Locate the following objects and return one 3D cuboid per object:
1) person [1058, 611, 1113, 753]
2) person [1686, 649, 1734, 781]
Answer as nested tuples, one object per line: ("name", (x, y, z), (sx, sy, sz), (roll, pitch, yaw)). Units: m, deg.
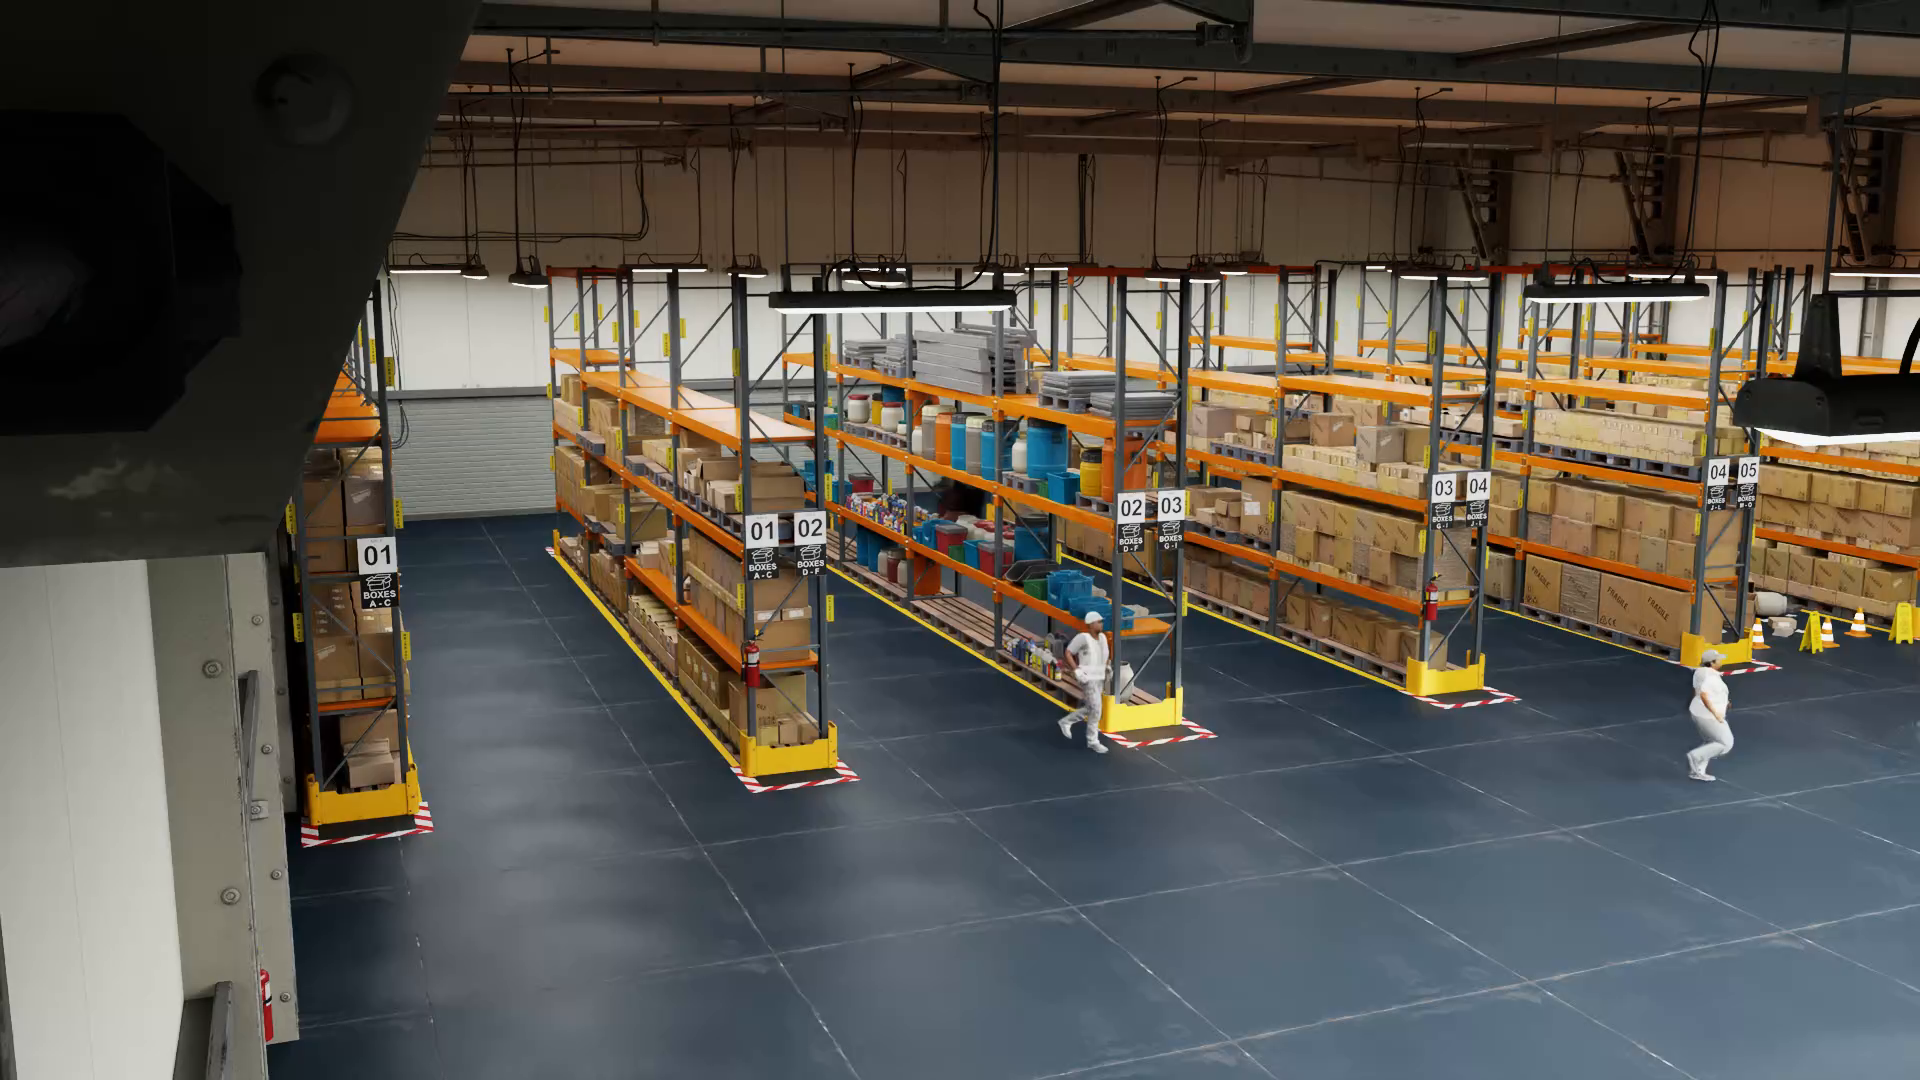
("person", (1.650, 1.790, 21.387), (0.787, 1.755, 0.707), (7, 12, 36))
("person", (8.993, 2.105, 19.948), (0.547, 1.624, 0.607), (1, 10, 4))
